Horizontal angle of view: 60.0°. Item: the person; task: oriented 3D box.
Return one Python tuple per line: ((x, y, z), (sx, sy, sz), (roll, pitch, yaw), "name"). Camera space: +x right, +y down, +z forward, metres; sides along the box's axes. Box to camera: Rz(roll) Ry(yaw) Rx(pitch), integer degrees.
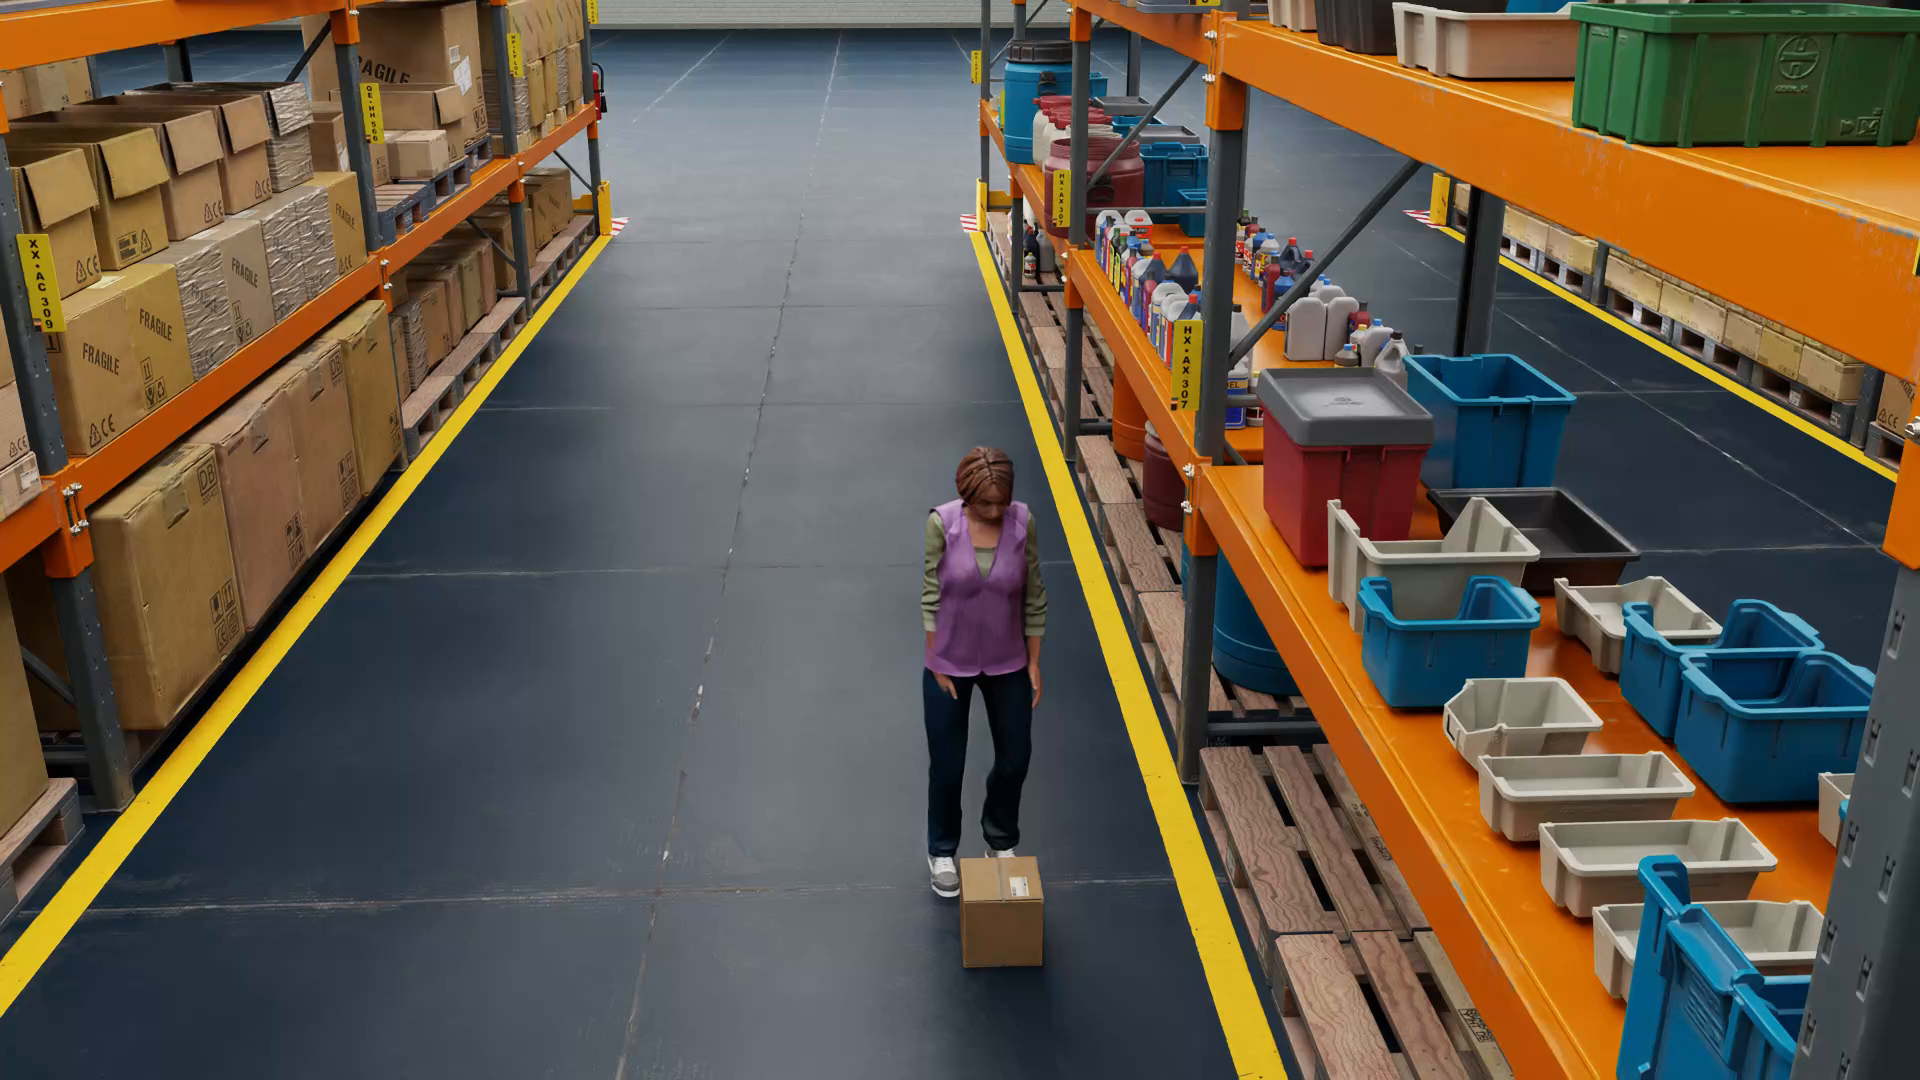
((0.079, 0.435, 5.509), (0.417, 1.564, 0.340), (-3, 21, -9), "person")
